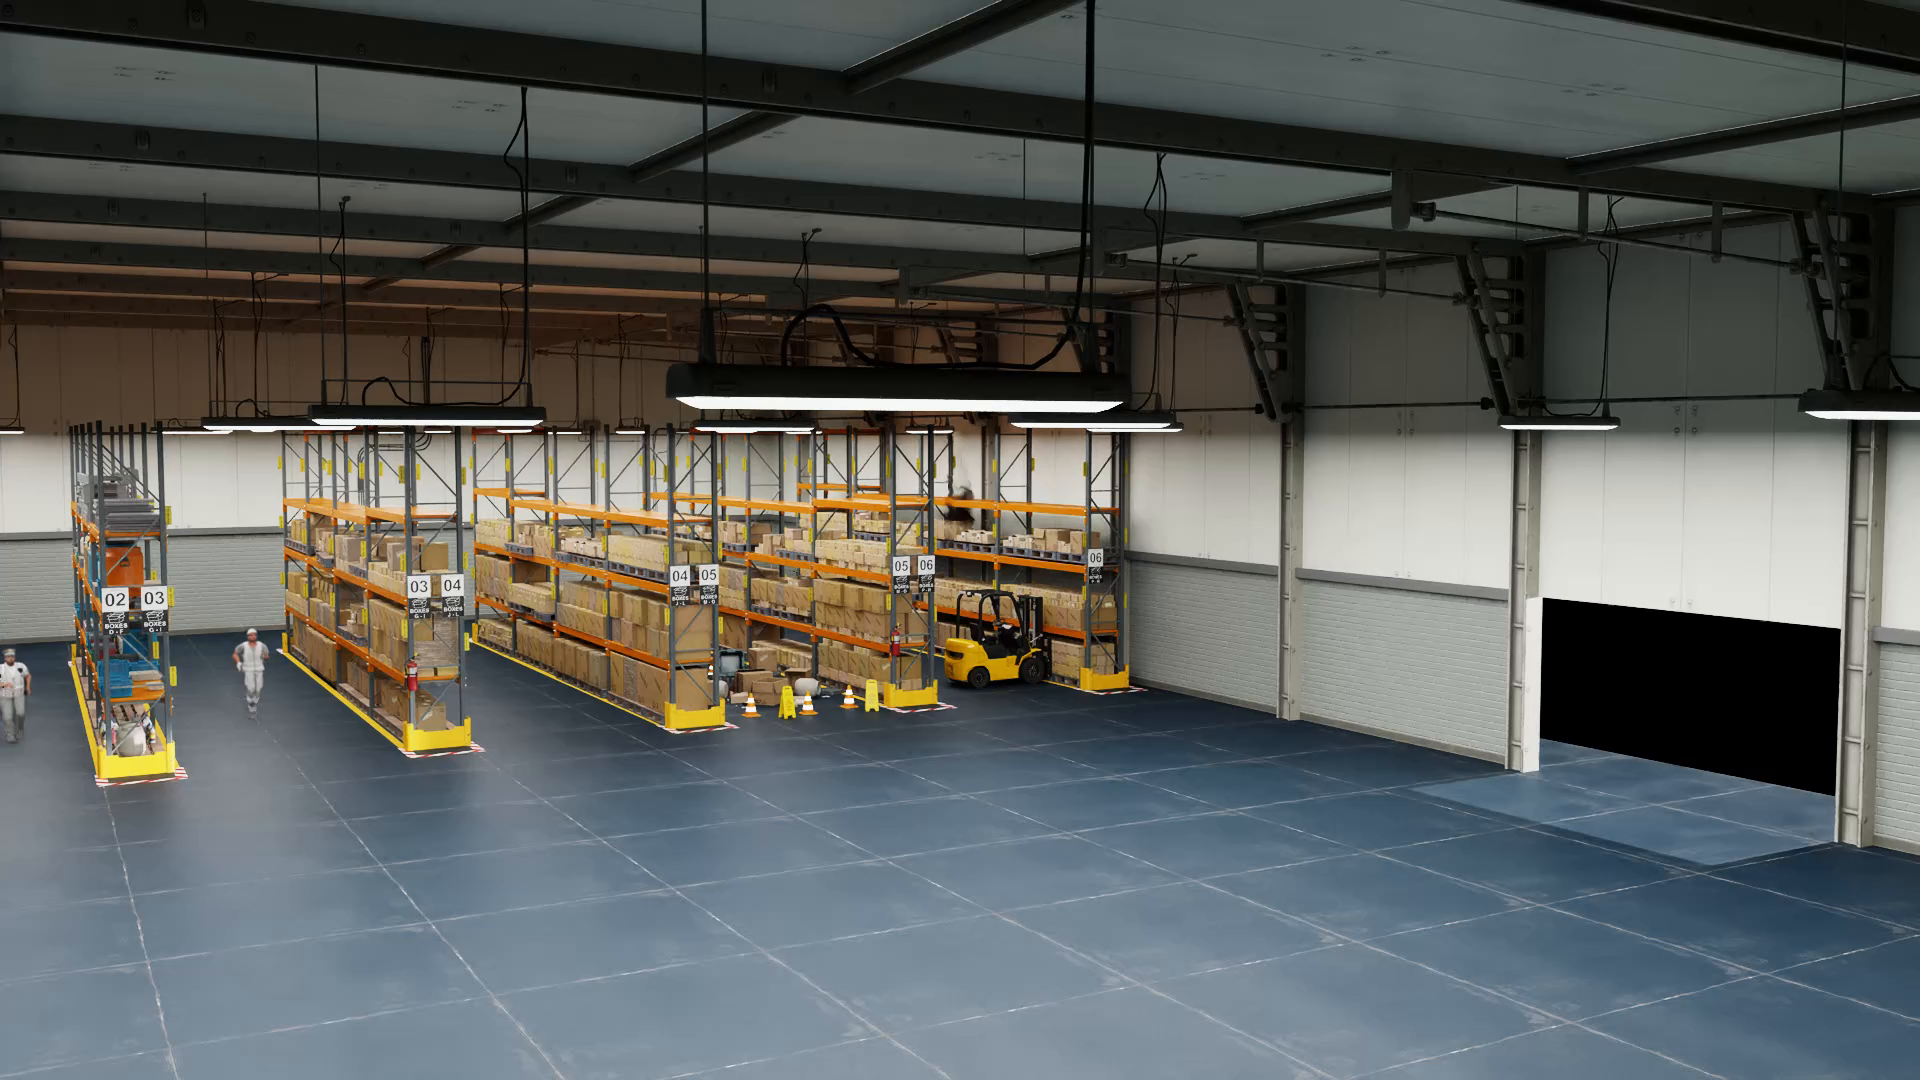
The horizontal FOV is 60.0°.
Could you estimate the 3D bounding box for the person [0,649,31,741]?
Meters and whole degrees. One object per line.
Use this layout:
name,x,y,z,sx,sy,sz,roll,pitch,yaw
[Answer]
person,-17.768,2.913,31.200,0.646,1.746,0.655,-2,4,-35

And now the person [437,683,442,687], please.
person,-11.940,2.466,38.380,0.668,1.839,0.788,-2,4,-29

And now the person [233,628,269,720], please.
person,-14.444,2.728,33.987,0.631,1.844,0.735,-3,4,-37
